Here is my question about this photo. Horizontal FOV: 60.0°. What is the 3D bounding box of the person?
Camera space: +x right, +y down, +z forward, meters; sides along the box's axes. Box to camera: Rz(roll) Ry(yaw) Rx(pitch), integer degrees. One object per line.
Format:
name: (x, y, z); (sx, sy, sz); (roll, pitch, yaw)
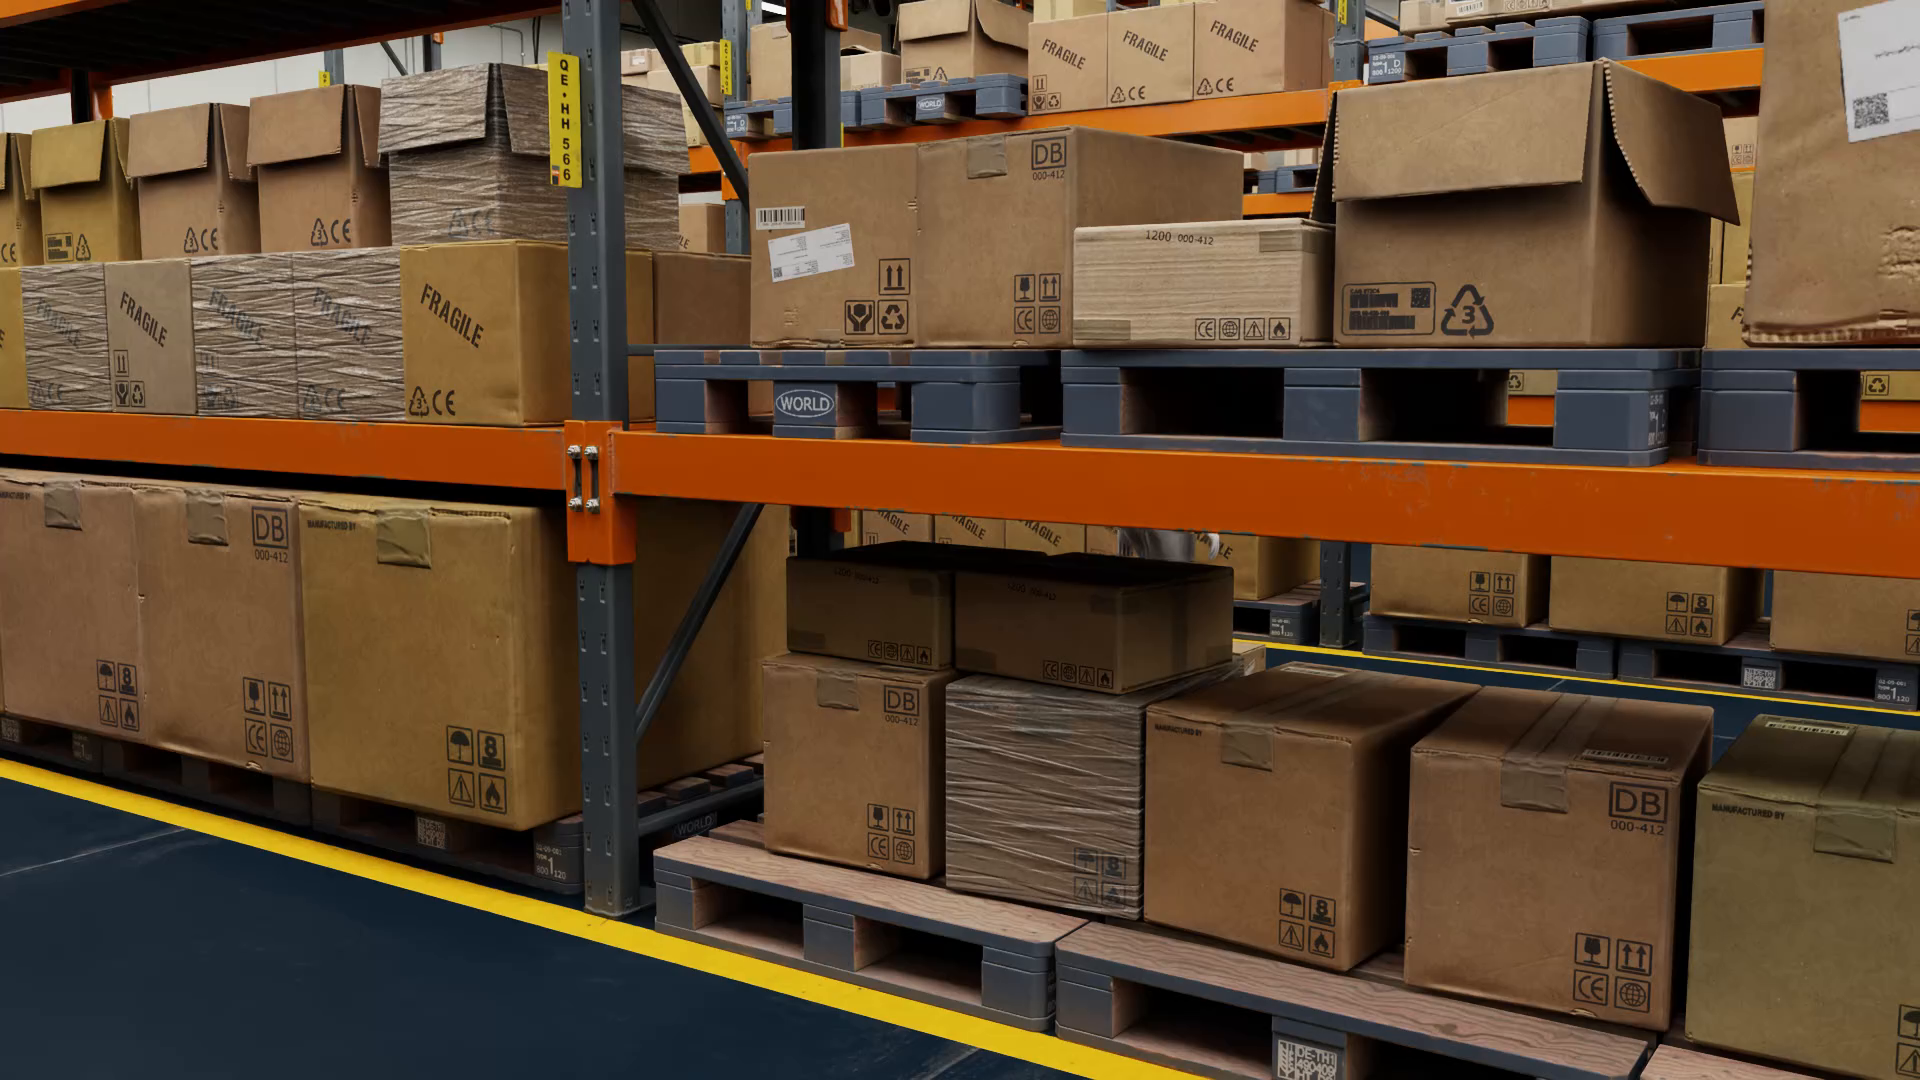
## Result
person: (0.765, -0.076, 6.623); (0.824, 1.643, 0.542); (-2, 7, -21)
